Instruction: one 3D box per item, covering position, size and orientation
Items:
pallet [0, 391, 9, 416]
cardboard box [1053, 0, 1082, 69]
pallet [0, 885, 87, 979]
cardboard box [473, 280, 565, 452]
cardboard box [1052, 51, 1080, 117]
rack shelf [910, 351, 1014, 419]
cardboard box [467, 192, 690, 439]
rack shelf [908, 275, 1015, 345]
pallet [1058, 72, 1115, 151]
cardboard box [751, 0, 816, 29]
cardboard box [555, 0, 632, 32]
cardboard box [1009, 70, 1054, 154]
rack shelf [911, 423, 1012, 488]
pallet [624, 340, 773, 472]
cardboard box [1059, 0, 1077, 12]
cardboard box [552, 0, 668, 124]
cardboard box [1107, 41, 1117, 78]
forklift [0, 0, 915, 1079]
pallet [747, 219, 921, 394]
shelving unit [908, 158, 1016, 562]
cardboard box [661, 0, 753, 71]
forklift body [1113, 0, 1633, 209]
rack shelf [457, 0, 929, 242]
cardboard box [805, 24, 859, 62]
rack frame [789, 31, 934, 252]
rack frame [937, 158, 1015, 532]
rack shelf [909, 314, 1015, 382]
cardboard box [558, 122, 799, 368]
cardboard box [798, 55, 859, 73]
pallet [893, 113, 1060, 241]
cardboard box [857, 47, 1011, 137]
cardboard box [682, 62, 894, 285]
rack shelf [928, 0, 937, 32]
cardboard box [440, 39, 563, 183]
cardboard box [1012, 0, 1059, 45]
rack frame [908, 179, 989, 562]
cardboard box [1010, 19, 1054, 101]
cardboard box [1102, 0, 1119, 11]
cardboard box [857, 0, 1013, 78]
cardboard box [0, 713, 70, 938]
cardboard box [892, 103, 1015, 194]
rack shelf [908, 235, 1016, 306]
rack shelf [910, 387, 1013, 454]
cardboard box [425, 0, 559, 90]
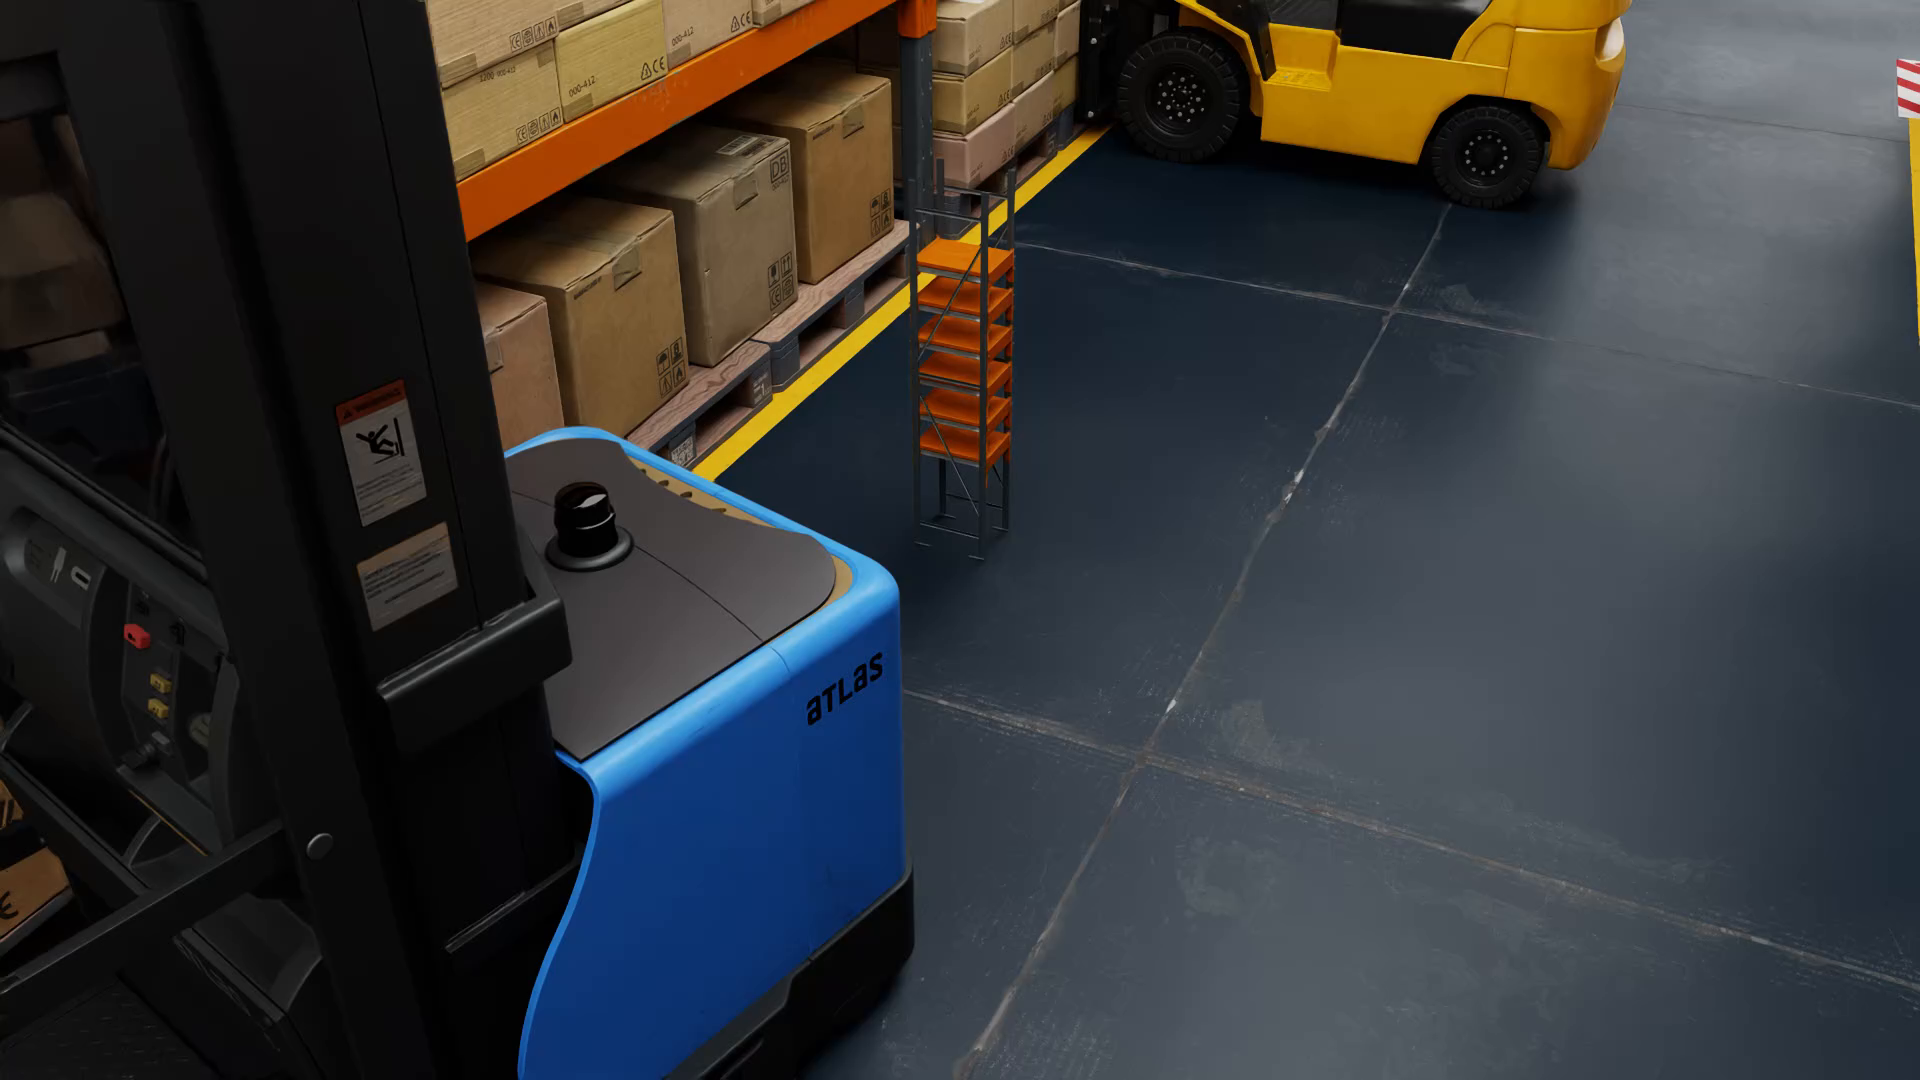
[{"bbox_3d":[-2.482,-0.146,2.913,1.213,0.211,1.003,14,36,20],"label":"pallet"},{"bbox_3d":[0.324,-2.476,7.960,0.500,0.250,0.500,14,36,20],"label":"cardboard box"},{"bbox_3d":[-2.609,0.949,3.610,1.003,0.211,1.213,14,36,20],"label":"pallet"},{"bbox_3d":[-1.723,-0.398,4.903,0.875,0.625,0.625,15,36,22],"label":"cardboard box"},{"bbox_3d":[0.314,-2.279,8.115,0.500,0.250,0.500,15,36,21],"label":"cardboard box"},{"bbox_3d":[0.006,-0.472,4.956,0.258,0.103,0.180,14,36,20],"label":"rack shelf"},{"bbox_3d":[-1.441,-0.733,5.415,0.875,0.625,0.625,13,35,19],"label":"cardboard box"},{"bbox_3d":[0.006,-0.673,4.825,0.258,0.103,0.180,14,36,20],"label":"rack shelf"},{"bbox_3d":[0.291,-2.403,8.722,1.003,0.211,1.213,14,36,20],"label":"pallet"},{"bbox_3d":[-0.767,-1.947,5.621,0.500,0.250,0.500,14,36,20],"label":"cardboard box"},{"bbox_3d":[-1.218,-1.657,4.723,0.500,0.250,0.500,15,36,21],"label":"cardboard box"},{"bbox_3d":[0.113,-2.020,7.719,0.500,0.250,0.500,13,36,19],"label":"cardboard box"},{"bbox_3d":[0.006,-0.271,5.088,0.258,0.103,0.180,14,36,20],"label":"rack shelf"},{"bbox_3d":[-1.371,-0.421,5.699,1.003,0.211,1.213,14,36,20],"label":"pallet"},{"bbox_3d":[0.319,-2.688,7.827,0.500,0.250,0.500,15,36,22],"label":"cardboard box"},{"bbox_3d":[-1.212,-1.448,4.859,0.500,0.250,0.500,15,36,22],"label":"cardboard box"},{"bbox_3d":[0.544,-2.527,8.494,0.500,0.250,0.500,15,36,22],"label":"cardboard box"},{"bbox_3d":[-1.430,0.185,2.295,1.130,2.935,3.031,24,40,32],"label":"forklift"},{"bbox_3d":[-0.862,-1.030,6.629,1.003,0.211,1.213,14,36,20],"label":"pallet"},{"bbox_3d":[0.006,-0.509,4.932,0.258,1.200,0.189,14,36,20],"label":"shelving unit"},{"bbox_3d":[-1.003,-1.707,5.254,0.500,0.250,0.500,14,36,21],"label":"cardboard box"},{"bbox_3d":[1.948,-2.847,7.630,2.313,2.155,1.214,14,36,20],"label":"forklift body"},{"bbox_3d":[-1.426,-1.276,5.116,1.077,0.370,4.000,14,36,20],"label":"rack shelf"},{"bbox_3d":[-0.559,-2.306,7.244,0.500,0.250,0.500,15,36,21],"label":"cardboard box"},{"bbox_3d":[-0.589,-2.572,6.438,1.000,3.000,0.127,14,36,20],"label":"rack frame"},{"bbox_3d":[0.044,-0.555,5.001,0.240,1.200,0.006,14,36,20],"label":"rack frame"},{"bbox_3d":[0.006,-0.572,4.891,0.258,0.103,0.180,14,36,20],"label":"rack shelf"},{"bbox_3d":[-1.129,-1.108,5.987,0.875,0.625,0.625,14,36,20],"label":"cardboard box"},{"bbox_3d":[-0.571,-2.097,7.381,0.500,0.250,0.500,13,36,19],"label":"cardboard box"},{"bbox_3d":[-0.218,-1.793,7.792,1.003,0.211,1.213,14,36,20],"label":"pallet"},{"bbox_3d":[-0.106,-1.977,7.199,0.500,0.250,0.500,14,36,20],"label":"cardboard box"},{"bbox_3d":[-0.797,-1.493,6.573,0.875,0.625,0.625,16,36,23],"label":"cardboard box"},{"bbox_3d":[0.248,-3.268,8.154,1.077,0.370,4.000,14,36,20],"label":"rack shelf"},{"bbox_3d":[-1.431,-1.190,4.466,0.500,0.250,0.500,13,35,19],"label":"cardboard box"},{"bbox_3d":[0.122,-2.438,7.445,0.500,0.250,0.500,14,36,21],"label":"cardboard box"},{"bbox_3d":[-0.032,-0.463,4.862,0.240,1.200,0.006,14,36,20],"label":"rack frame"},{"bbox_3d":[0.103,-2.229,7.582,0.500,0.250,0.500,14,36,20],"label":"cardboard box"},{"bbox_3d":[0.536,-2.728,8.343,0.500,0.250,0.500,14,36,20],"label":"cardboard box"},{"bbox_3d":[-0.101,-2.185,7.060,0.500,0.250,0.500,14,36,20],"label":"cardboard box"},{"bbox_3d":[-2.244,0.549,3.573,0.500,0.500,0.500,15,36,22],"label":"cardboard box"},{"bbox_3d":[-0.086,-1.763,7.328,0.500,0.250,0.500,15,36,21],"label":"cardboard box"},{"bbox_3d":[0.006,-0.773,4.759,0.258,0.103,0.180,14,36,20],"label":"rack shelf"},{"bbox_3d":[0.006,-0.371,5.022,0.258,0.103,0.180,14,36,20],"label":"rack shelf"},{"bbox_3d":[-1.409,-1.397,4.326,0.500,0.250,0.500,13,36,19],"label":"cardboard box"}]
